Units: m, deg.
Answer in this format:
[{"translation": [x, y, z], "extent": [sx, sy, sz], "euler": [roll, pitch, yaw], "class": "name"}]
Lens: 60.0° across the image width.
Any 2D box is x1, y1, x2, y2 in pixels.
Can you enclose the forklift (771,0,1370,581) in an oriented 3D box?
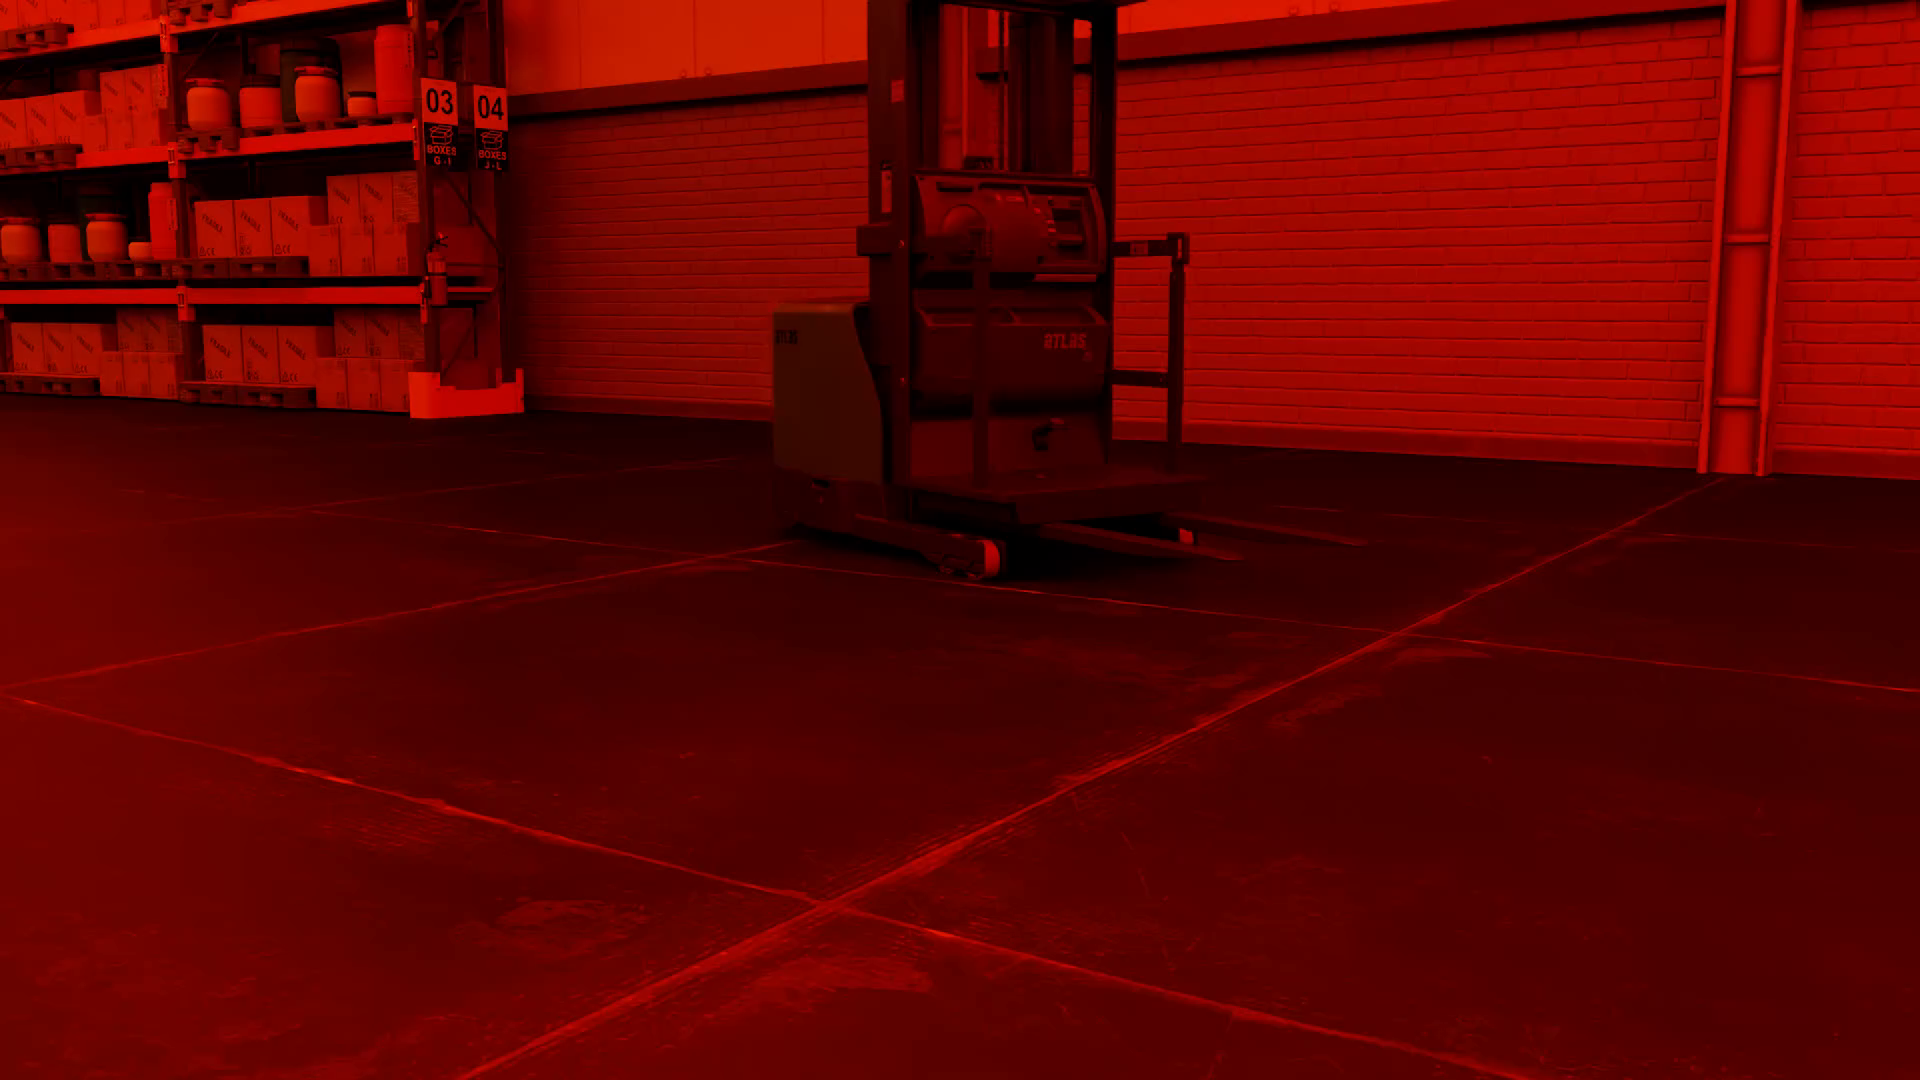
[{"translation": [0.342, -1.366, 6.800], "extent": [1.130, 2.935, 3.031], "euler": [-5, 10, -33], "class": "forklift"}]
